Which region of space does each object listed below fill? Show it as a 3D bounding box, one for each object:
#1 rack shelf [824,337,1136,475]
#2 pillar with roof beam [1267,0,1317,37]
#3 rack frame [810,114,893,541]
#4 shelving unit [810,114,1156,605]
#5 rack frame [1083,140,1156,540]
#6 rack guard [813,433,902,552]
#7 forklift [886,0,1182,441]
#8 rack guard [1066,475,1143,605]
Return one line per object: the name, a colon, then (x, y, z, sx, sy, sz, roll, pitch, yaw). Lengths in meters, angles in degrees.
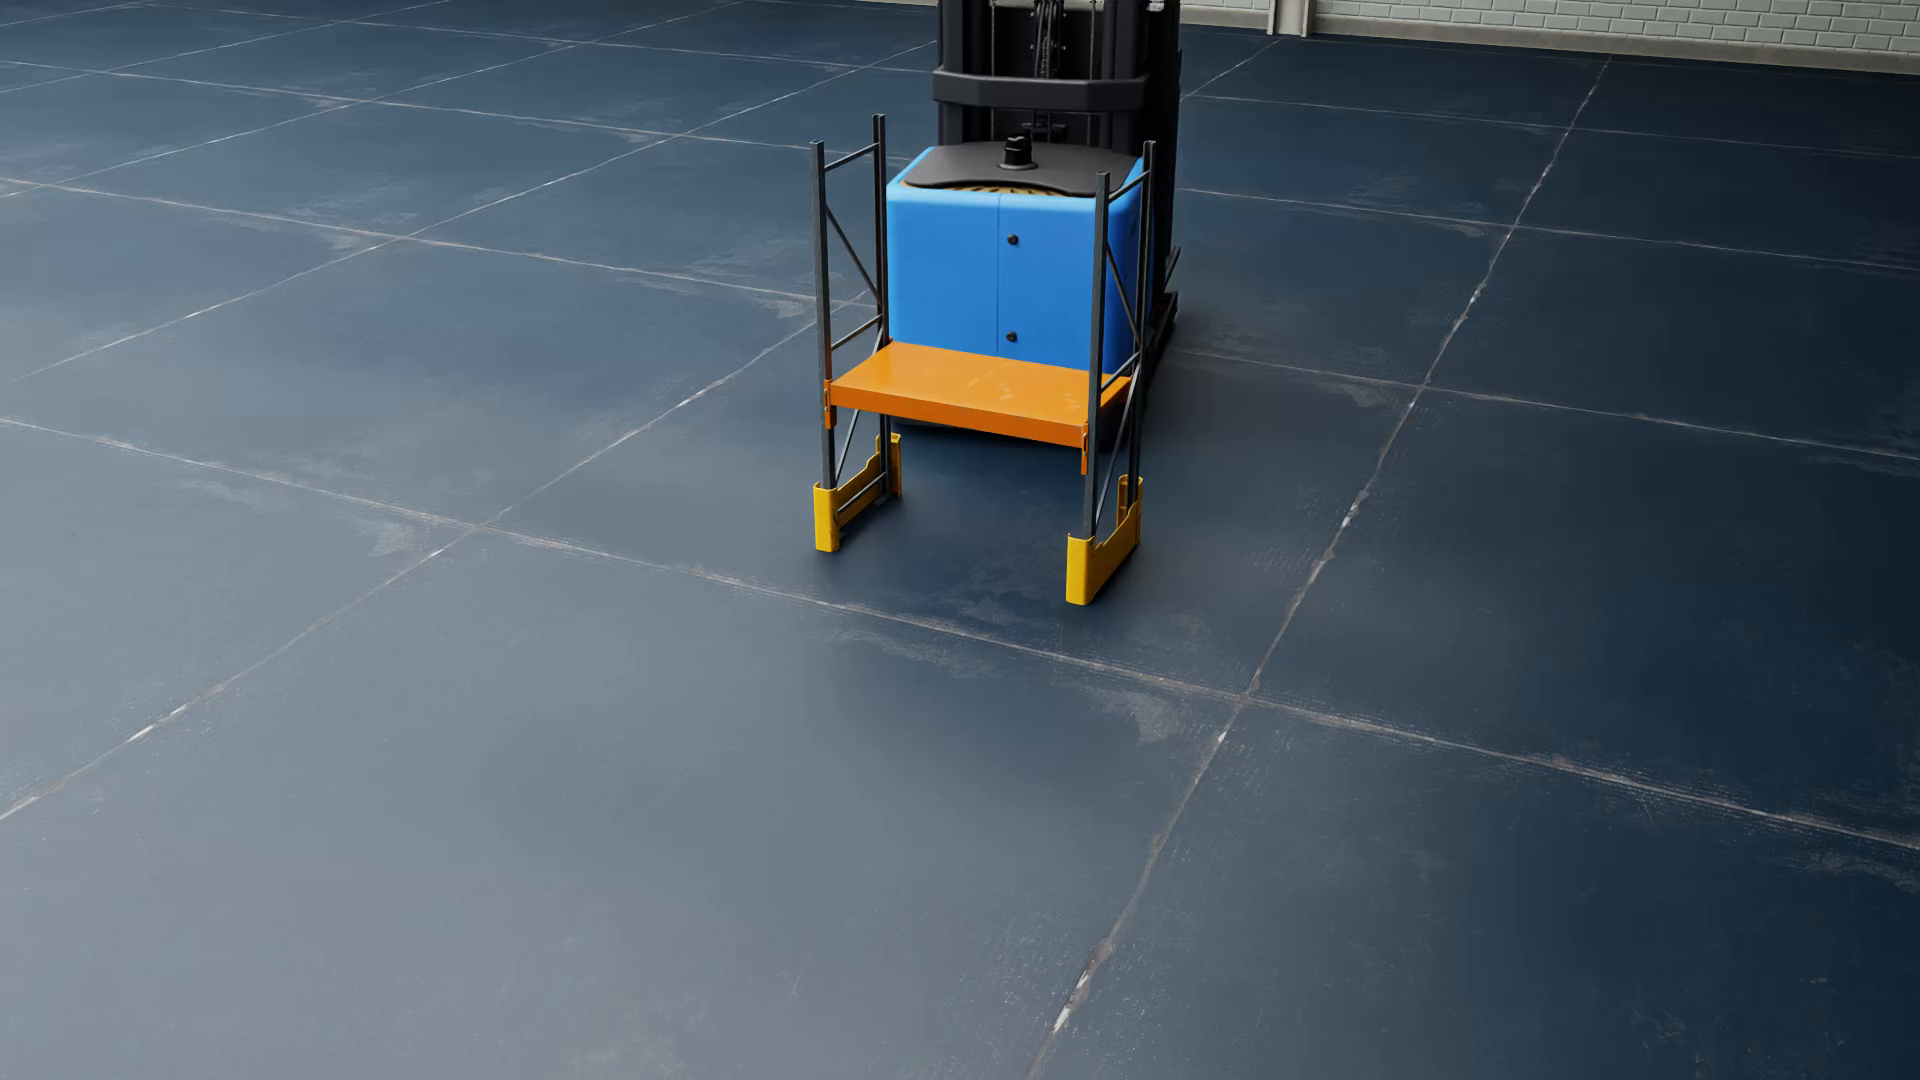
rack shelf: (0.078, -0.496, 5.966, 1.000, 0.185, 0.538, 11, 28, 22)
pillar with roof beam: (1.481, -7.310, 10.910, 0.400, 9.000, 9.100, 11, 28, 22)
rack frame: (-0.385, -0.750, 6.076, 0.032, 1.500, 0.500, 11, 28, 22)
shelving unit: (0.069, -0.659, 5.890, 1.083, 1.500, 0.587, 11, 28, 22)
rack frame: (0.540, -0.564, 5.698, 0.032, 1.500, 0.500, 11, 28, 22)
rack guard: (-0.384, -0.189, 6.351, 0.087, 0.250, 0.587, 11, 28, 22)
forklift: (0.494, -2.355, 7.715, 1.130, 2.935, 3.031, 6, 27, 12)
rack guard: (0.523, -0.007, 5.982, 0.087, 0.250, 0.587, 11, 28, 22)
